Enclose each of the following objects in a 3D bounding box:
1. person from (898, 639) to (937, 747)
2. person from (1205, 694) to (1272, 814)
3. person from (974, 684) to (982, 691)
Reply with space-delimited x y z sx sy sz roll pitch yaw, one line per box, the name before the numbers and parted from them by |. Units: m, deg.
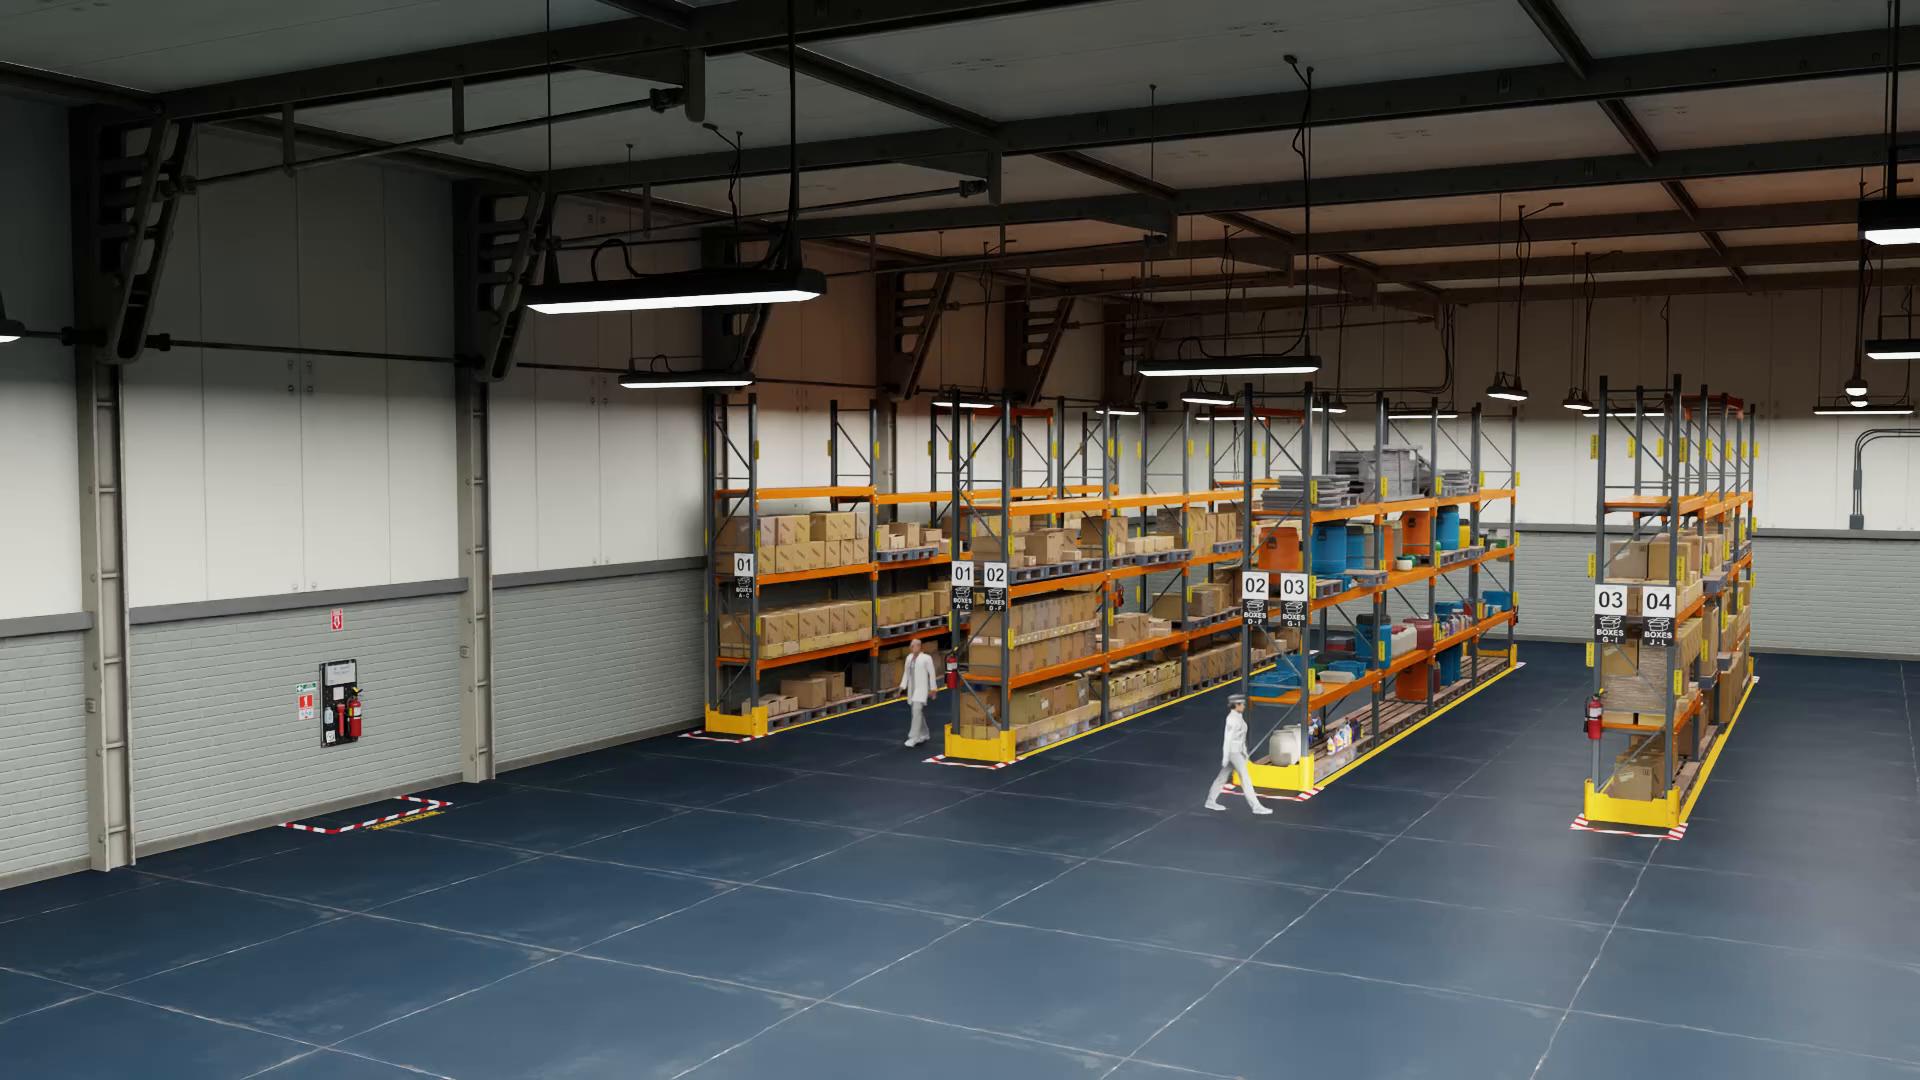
person | -0.807 2.585 28.325 0.619 1.778 0.845 3 4 45
person | 3.842 2.932 22.880 0.923 1.617 0.561 1 3 12
person | 0.488 2.367 33.547 0.510 1.616 0.869 2 4 30
